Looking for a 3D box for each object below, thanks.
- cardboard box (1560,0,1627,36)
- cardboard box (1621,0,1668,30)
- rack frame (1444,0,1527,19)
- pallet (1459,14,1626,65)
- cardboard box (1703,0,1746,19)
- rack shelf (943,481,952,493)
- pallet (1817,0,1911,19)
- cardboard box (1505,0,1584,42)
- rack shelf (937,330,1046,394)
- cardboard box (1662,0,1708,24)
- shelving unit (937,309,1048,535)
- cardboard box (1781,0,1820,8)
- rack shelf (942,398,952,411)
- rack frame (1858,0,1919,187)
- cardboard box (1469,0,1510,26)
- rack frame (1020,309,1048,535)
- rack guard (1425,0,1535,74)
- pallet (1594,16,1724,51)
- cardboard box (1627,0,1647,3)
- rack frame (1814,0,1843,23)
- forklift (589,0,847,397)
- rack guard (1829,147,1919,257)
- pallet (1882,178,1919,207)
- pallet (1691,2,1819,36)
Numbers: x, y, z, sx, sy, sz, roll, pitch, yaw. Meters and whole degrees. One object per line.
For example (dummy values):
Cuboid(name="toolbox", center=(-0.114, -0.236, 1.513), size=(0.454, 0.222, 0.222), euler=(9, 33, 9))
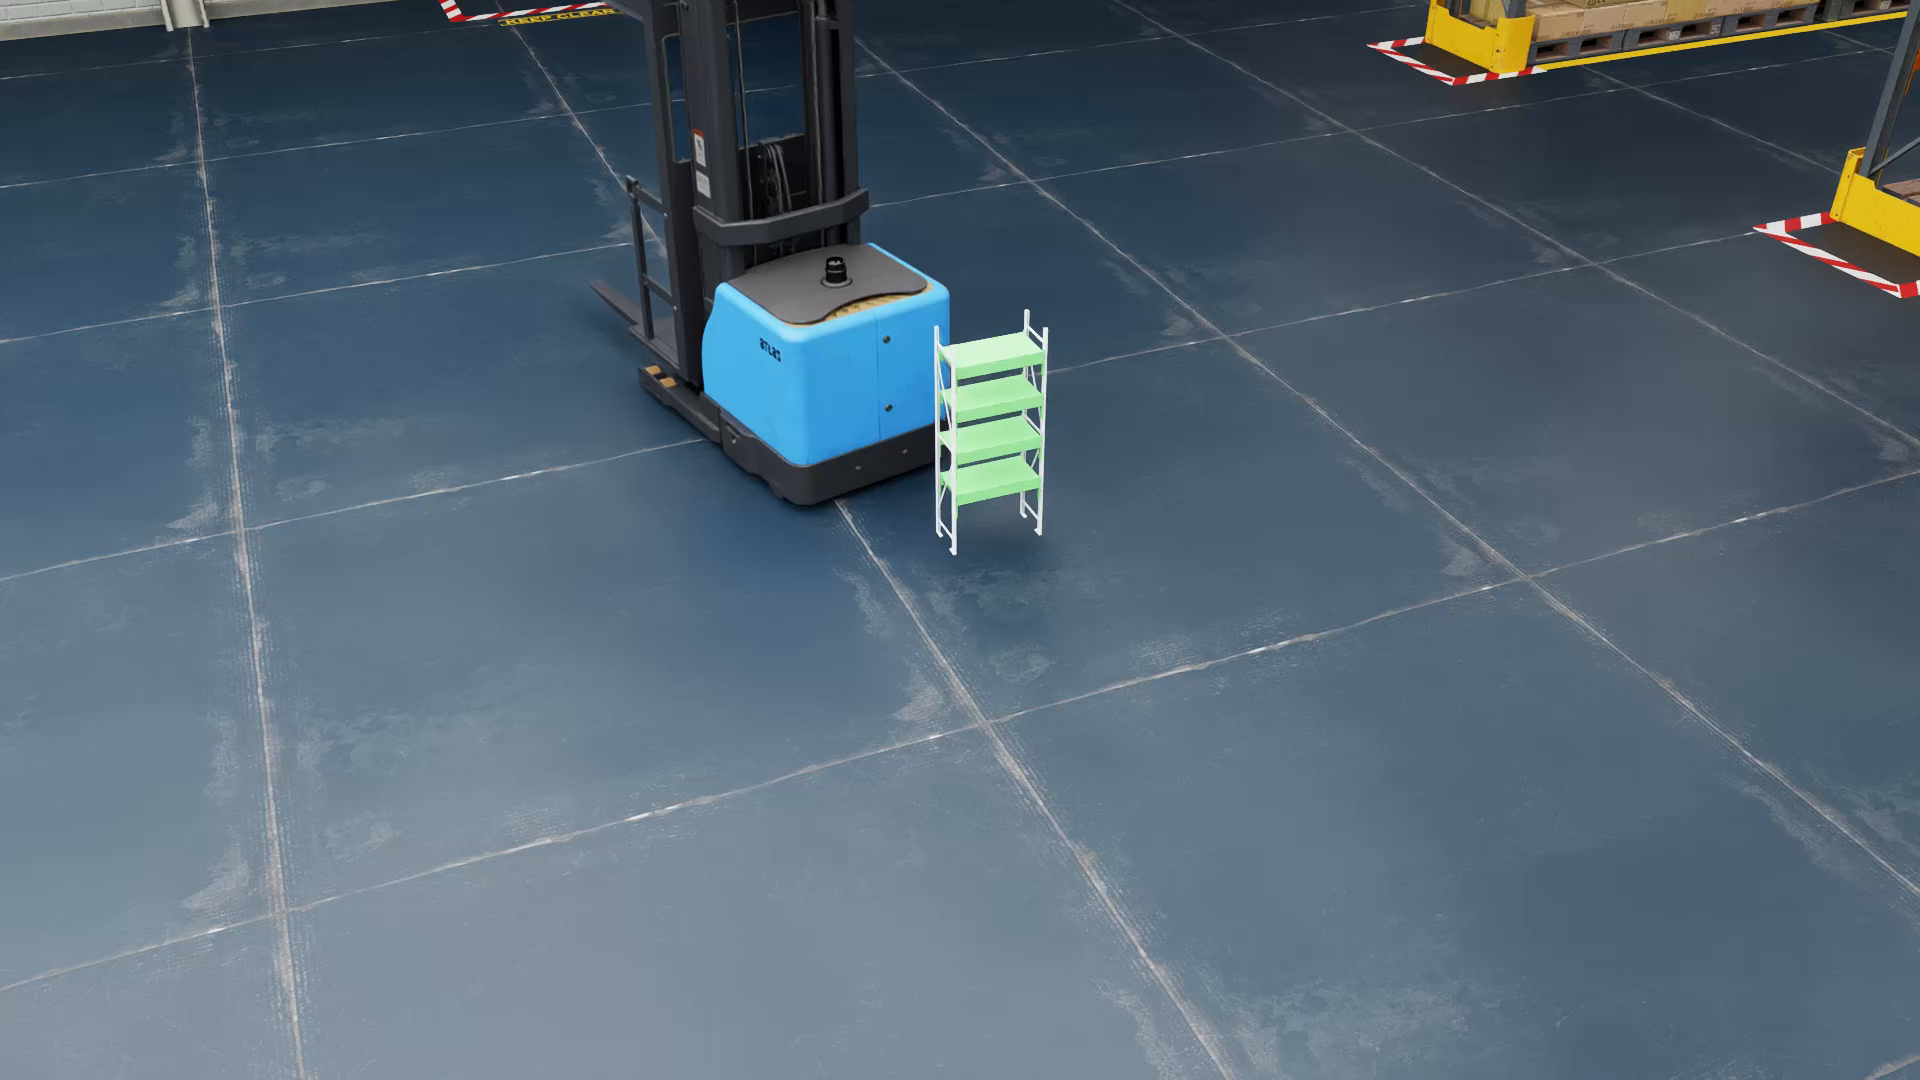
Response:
Cuboid(name="cardboard box", center=(5.963, -5.024, 15.857), size=(0.500, 0.250, 0.500), euler=(-13, 35, -19))
Cuboid(name="cardboard box", center=(6.425, -5.129, 16.019), size=(0.500, 0.250, 0.500), euler=(-13, 35, -19))
Cuboid(name="rack frame", center=(4.923, -5.892, 15.054), size=(0.127, 3.000, 1.000), euler=(-13, 35, -19))
Cuboid(name="pallet", center=(5.612, -4.905, 16.095), size=(1.213, 0.211, 1.003), euler=(-13, 35, -19))
Cuboid(name="cardboard box", center=(7.348, -5.338, 16.340), size=(0.500, 0.250, 0.500), euler=(-13, 35, -19))
Cuboid(name="rack shelf", center=(0.153, -0.307, 8.627), size=(0.442, 0.029, 0.199), euler=(-13, 35, -19))
Cuboid(name="pallet", center=(9.276, -5.743, 17.382), size=(1.213, 0.211, 1.003), euler=(-13, 35, -19))
Cuboid(name="cardboard box", center=(5.504, -4.916, 15.692), size=(0.500, 0.250, 0.500), euler=(-13, 35, -19))
Cuboid(name="rack shelf", center=(0.153, -0.887, 8.250), size=(0.480, 0.148, 0.258), euler=(-13, 35, -19))
Cuboid(name="cardboard box", center=(6.888, -5.232, 16.177), size=(0.500, 0.250, 0.500), euler=(-13, 35, -19))
Cuboid(name="shelving unit", center=(0.158, -0.539, 8.478), size=(0.492, 1.200, 0.258), euler=(-13, 35, -19))
Cuboid(name="cardboard box", center=(8.268, -5.552, 16.668), size=(0.500, 0.250, 0.500), euler=(-13, 35, -19))
Cuboid(name="rack shelf", center=(0.153, -0.709, 8.365), size=(0.442, 0.029, 0.199), euler=(-13, 35, -19))
Cuboid(name="rack frame", center=(6.837, -3.400, 11.225), size=(0.127, 3.000, 1.000), euler=(-13, 35, -19))
Cuboid(name="cardboard box", center=(5.303, -5.177, 16.092), size=(0.500, 0.250, 0.500), euler=(-13, 35, -19))
Cuboid(name="rack frame", center=(0.378, -0.589, 8.556), size=(0.015, 1.200, 0.240), euler=(-13, 35, -19))
Cuboid(name="rack guard", center=(4.901, -4.839, 15.728), size=(0.348, 0.500, 1.175), euler=(-13, 35, -19))
Cuboid(name="pallet", center=(6.735, -5.161, 16.488), size=(1.213, 0.211, 1.003), euler=(-13, 35, -19))
Cuboid(name="cardboard box", center=(6.420, -5.449, 15.823), size=(0.500, 0.500, 0.500), euler=(-13, 35, -19))
Cuboid(name="rack frame", center=(8.611, -6.736, 16.352), size=(0.127, 3.000, 1.000), euler=(-13, 35, -19))
Cuboid(name="forklift", center=(-1.295, -2.174, 9.404), size=(1.121, 2.935, 3.031), euler=(-21, 39, -29))
Cuboid(name="rack guard", center=(6.889, -2.392, 11.968), size=(0.348, 0.500, 1.175), euler=(-13, 35, -19))
Cuboid(name="pallet", center=(7.640, -2.440, 12.306), size=(1.213, 0.211, 1.003), euler=(-13, 35, -19))
Cuboid(name="pallet", center=(7.862, -5.421, 16.887), size=(1.213, 0.211, 1.003), euler=(-13, 35, -19))
